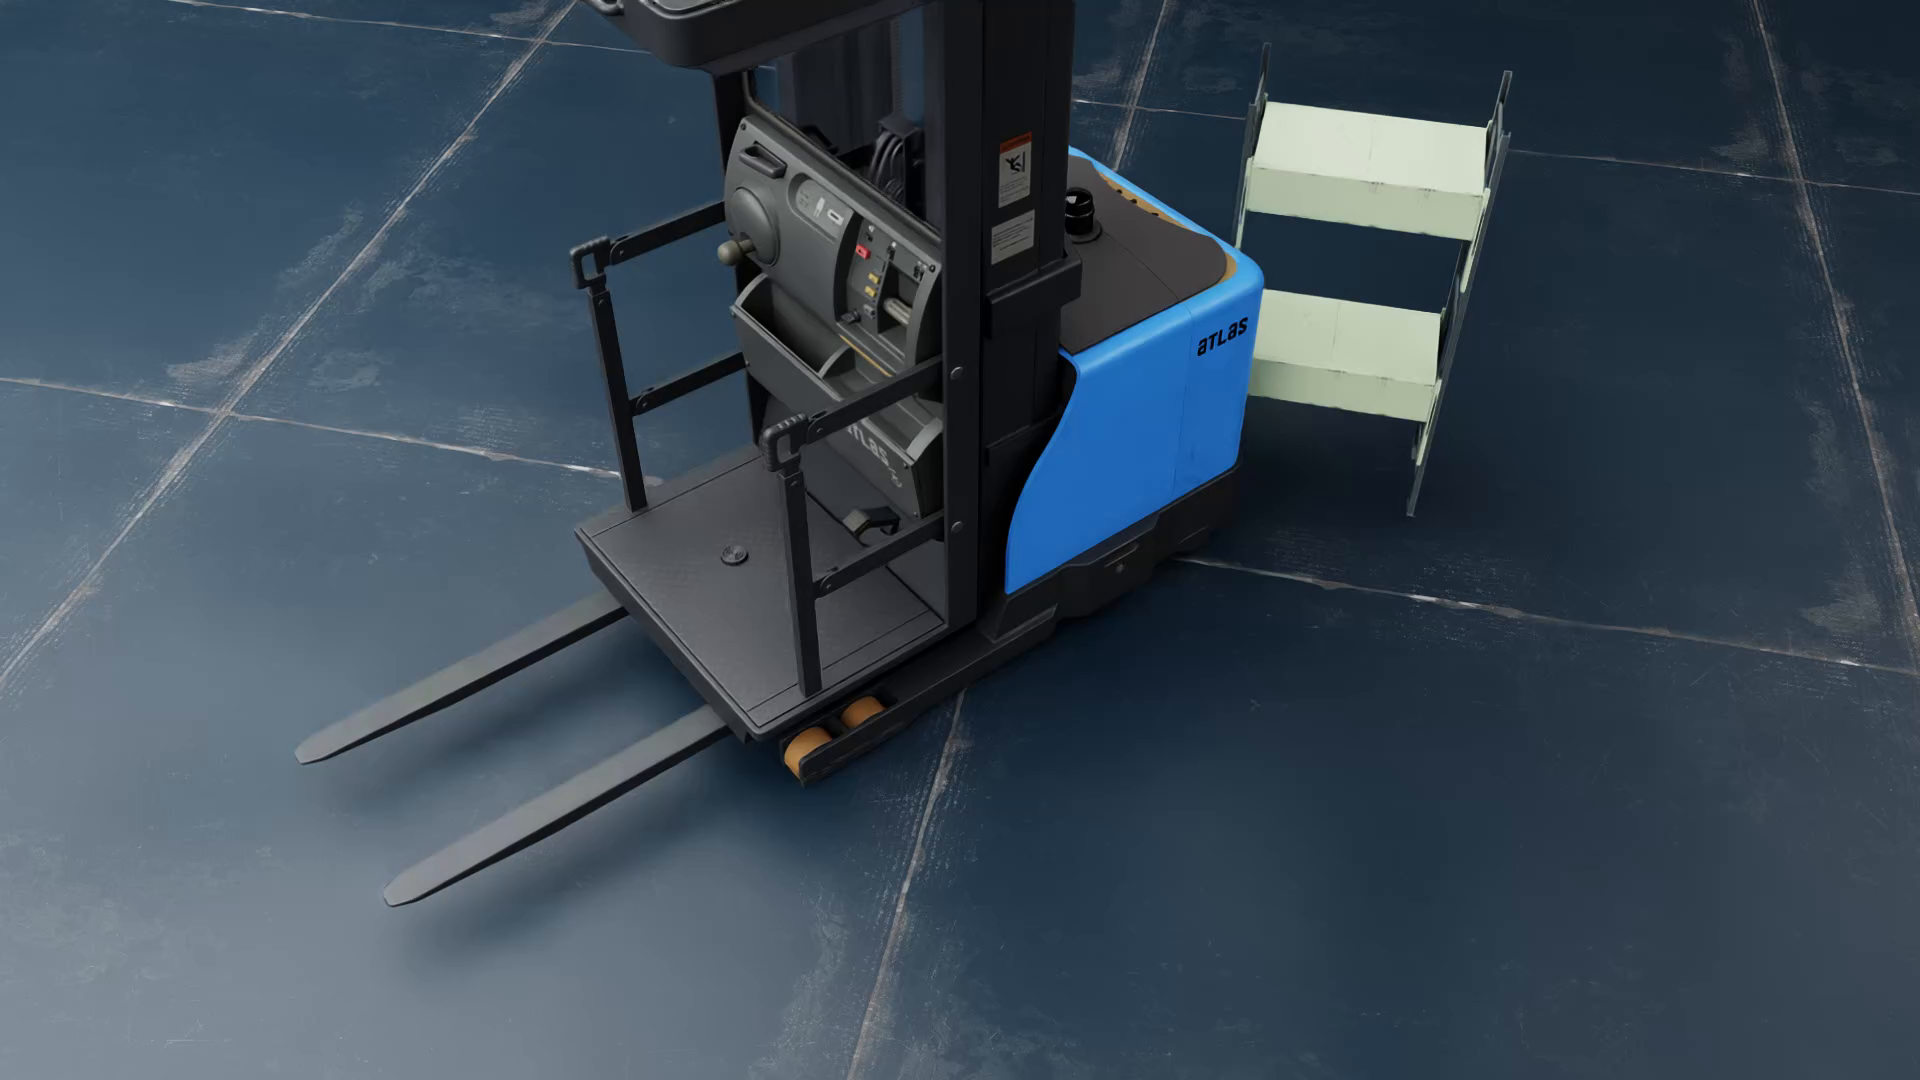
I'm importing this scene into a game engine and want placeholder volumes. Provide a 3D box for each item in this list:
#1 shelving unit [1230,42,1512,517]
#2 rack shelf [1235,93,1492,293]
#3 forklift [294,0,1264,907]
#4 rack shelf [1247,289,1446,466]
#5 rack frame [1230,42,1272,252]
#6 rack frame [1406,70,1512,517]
[{"bbox_3d":[1.271,-0.820,5.520,0.755,1.500,0.431,10,45,10],"label":"shelving unit"},{"bbox_3d":[1.271,-1.101,5.250,0.720,0.370,0.431,10,45,10],"label":"rack shelf"},{"bbox_3d":[-0.525,-0.748,4.414,3.031,2.935,1.130,-28,51,-26],"label":"forklift"},{"bbox_3d":[1.271,-0.585,5.746,0.720,0.370,0.431,10,45,10],"label":"rack shelf"},{"bbox_3d":[0.916,-0.882,5.585,0.023,1.500,0.400,10,45,10],"label":"rack frame"},{"bbox_3d":[1.626,-0.758,5.456,0.023,1.500,0.400,10,45,10],"label":"rack frame"}]
